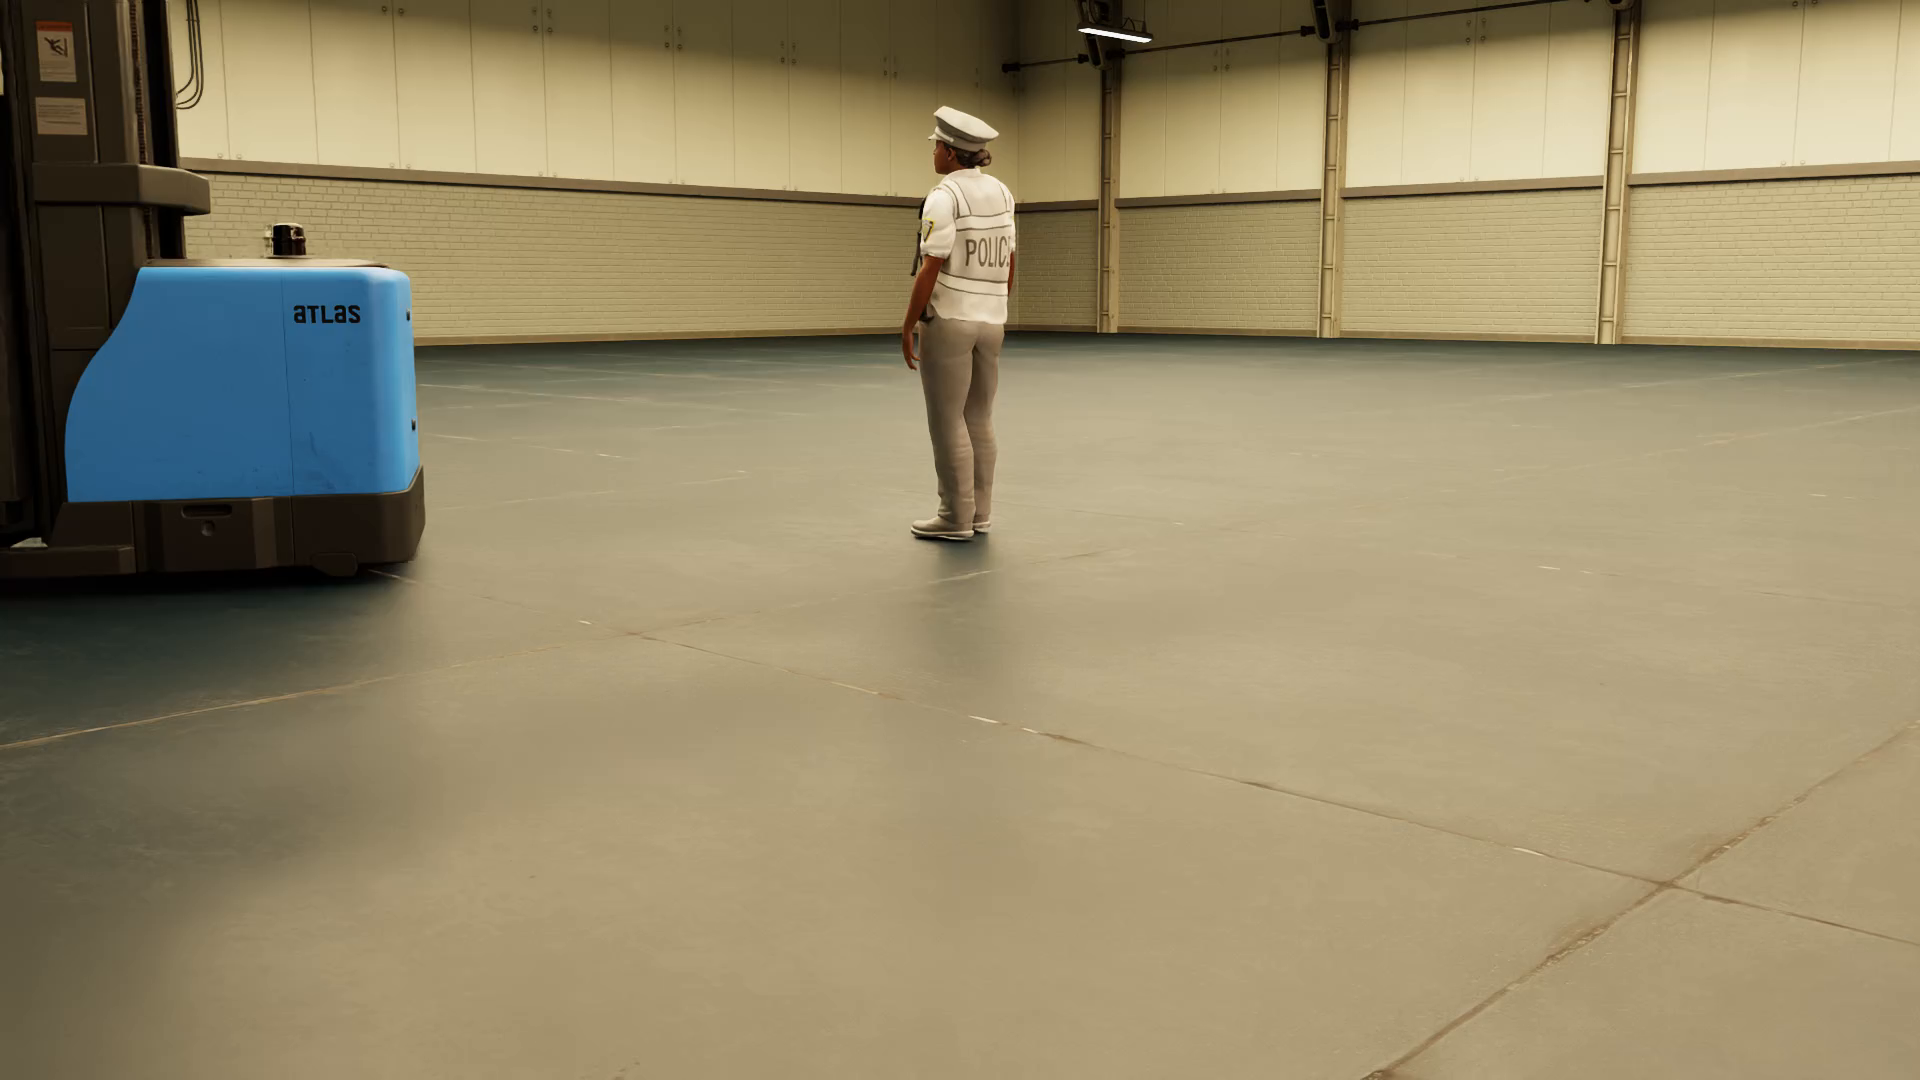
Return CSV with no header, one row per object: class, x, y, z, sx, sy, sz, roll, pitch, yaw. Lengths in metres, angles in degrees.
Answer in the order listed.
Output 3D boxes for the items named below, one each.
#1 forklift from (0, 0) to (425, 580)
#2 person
forklift,-3.488,-1.320,5.640,3.031,2.935,1.130,-2,9,-15
person,-0.040,-0.855,6.656,0.528,1.695,0.569,8,12,43
